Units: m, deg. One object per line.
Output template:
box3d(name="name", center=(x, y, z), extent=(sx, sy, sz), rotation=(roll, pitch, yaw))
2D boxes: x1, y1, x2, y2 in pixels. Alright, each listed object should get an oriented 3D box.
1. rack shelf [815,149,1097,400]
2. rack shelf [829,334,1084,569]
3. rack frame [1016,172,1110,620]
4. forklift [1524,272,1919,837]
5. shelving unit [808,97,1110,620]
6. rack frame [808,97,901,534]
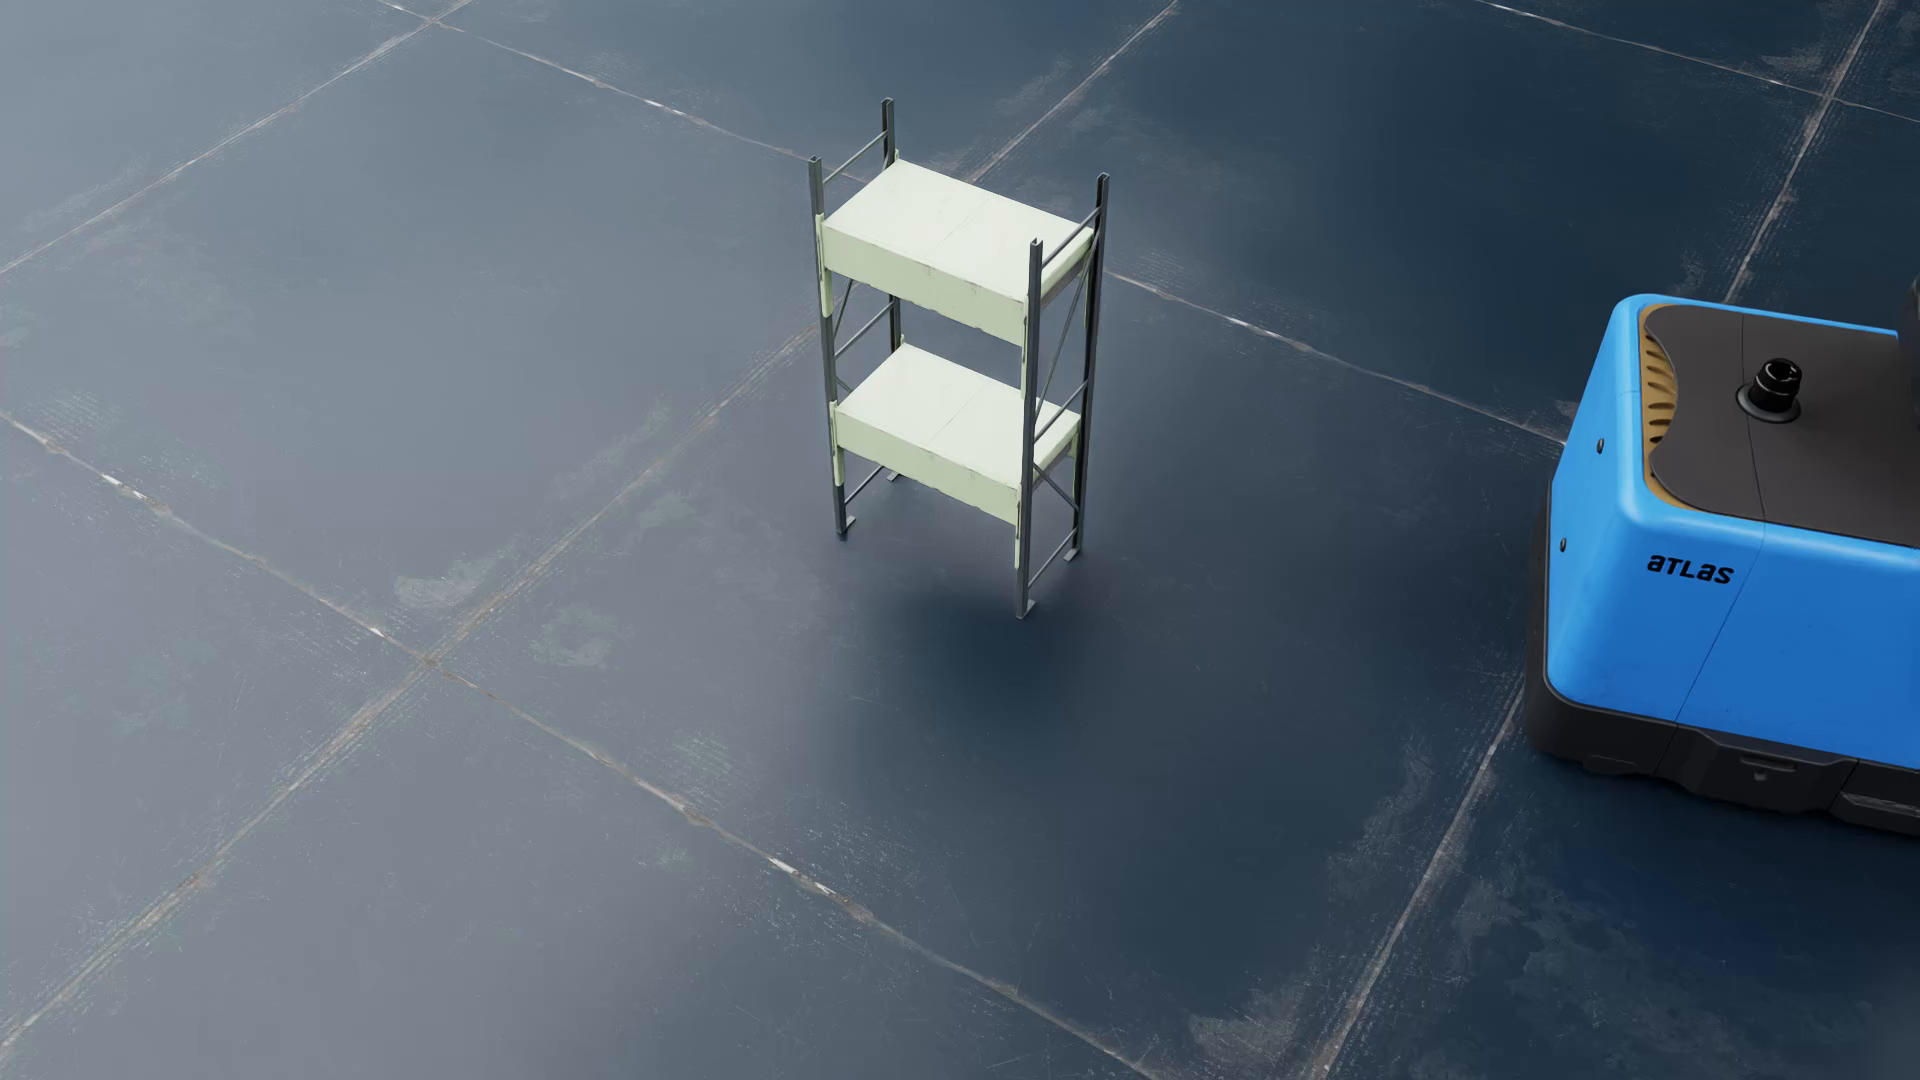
box3d(name="rack shelf", center=(-0.006, -0.797, 4.935), extent=(0.720, 0.370, 0.431), rotation=(25, 51, 22))
box3d(name="rack shelf", center=(-0.006, -0.298, 5.448), extent=(0.720, 0.370, 0.431), rotation=(25, 51, 22))
box3d(name="rack frame", center=(0.302, -0.384, 5.077), extent=(0.023, 1.500, 0.400), rotation=(25, 51, 22))
box3d(name="forklift", center=(3.302, -0.423, 4.117), extent=(3.031, 2.935, 1.130), rotation=(11, 47, 10))
box3d(name="shelving unit", center=(-0.006, -0.525, 5.215), extent=(0.755, 1.500, 0.431), rotation=(25, 51, 22))
box3d(name="rack frame", center=(-0.314, -0.667, 5.352), extent=(0.023, 1.500, 0.400), rotation=(25, 51, 22))
